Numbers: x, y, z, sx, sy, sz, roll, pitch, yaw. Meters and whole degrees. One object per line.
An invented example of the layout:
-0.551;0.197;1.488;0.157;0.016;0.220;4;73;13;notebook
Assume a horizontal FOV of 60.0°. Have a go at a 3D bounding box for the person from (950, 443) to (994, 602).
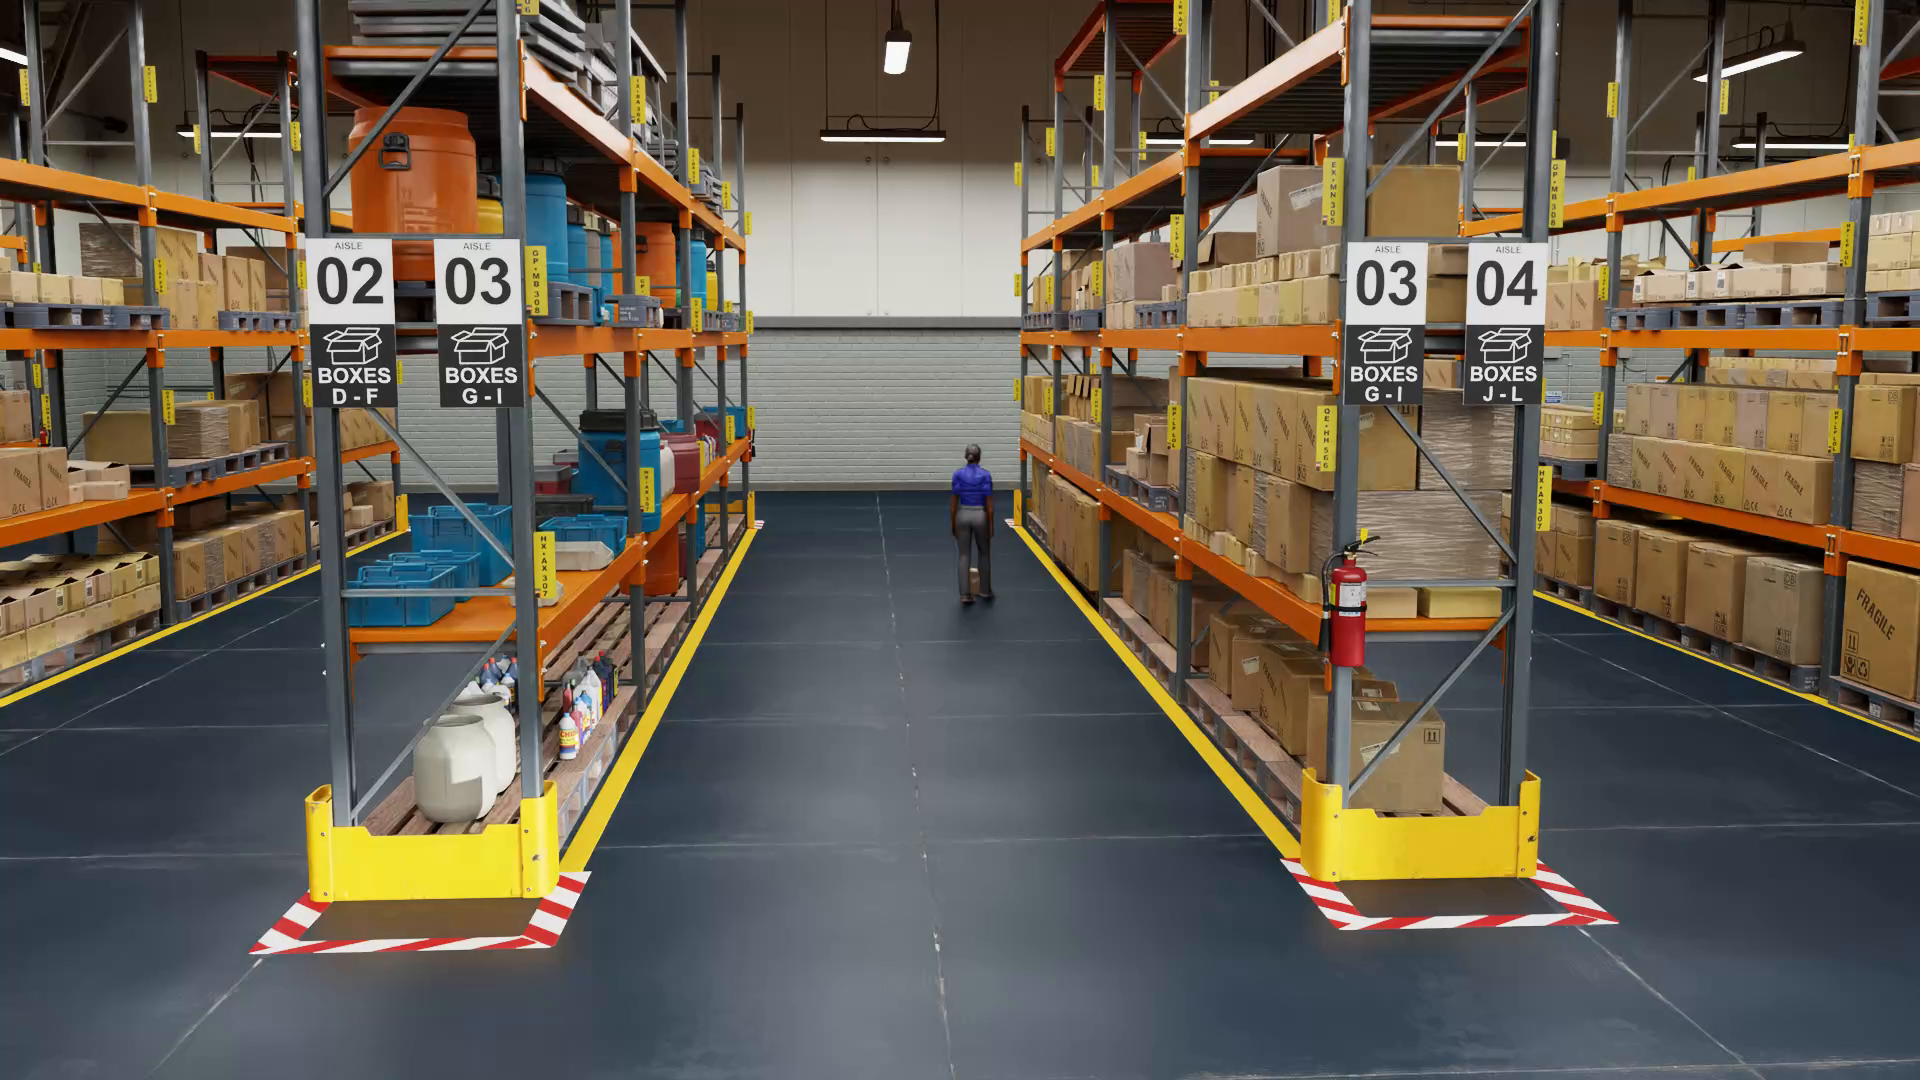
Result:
0.139;-0.197;17.356;0.458;1.643;0.697;1;7;6;person
